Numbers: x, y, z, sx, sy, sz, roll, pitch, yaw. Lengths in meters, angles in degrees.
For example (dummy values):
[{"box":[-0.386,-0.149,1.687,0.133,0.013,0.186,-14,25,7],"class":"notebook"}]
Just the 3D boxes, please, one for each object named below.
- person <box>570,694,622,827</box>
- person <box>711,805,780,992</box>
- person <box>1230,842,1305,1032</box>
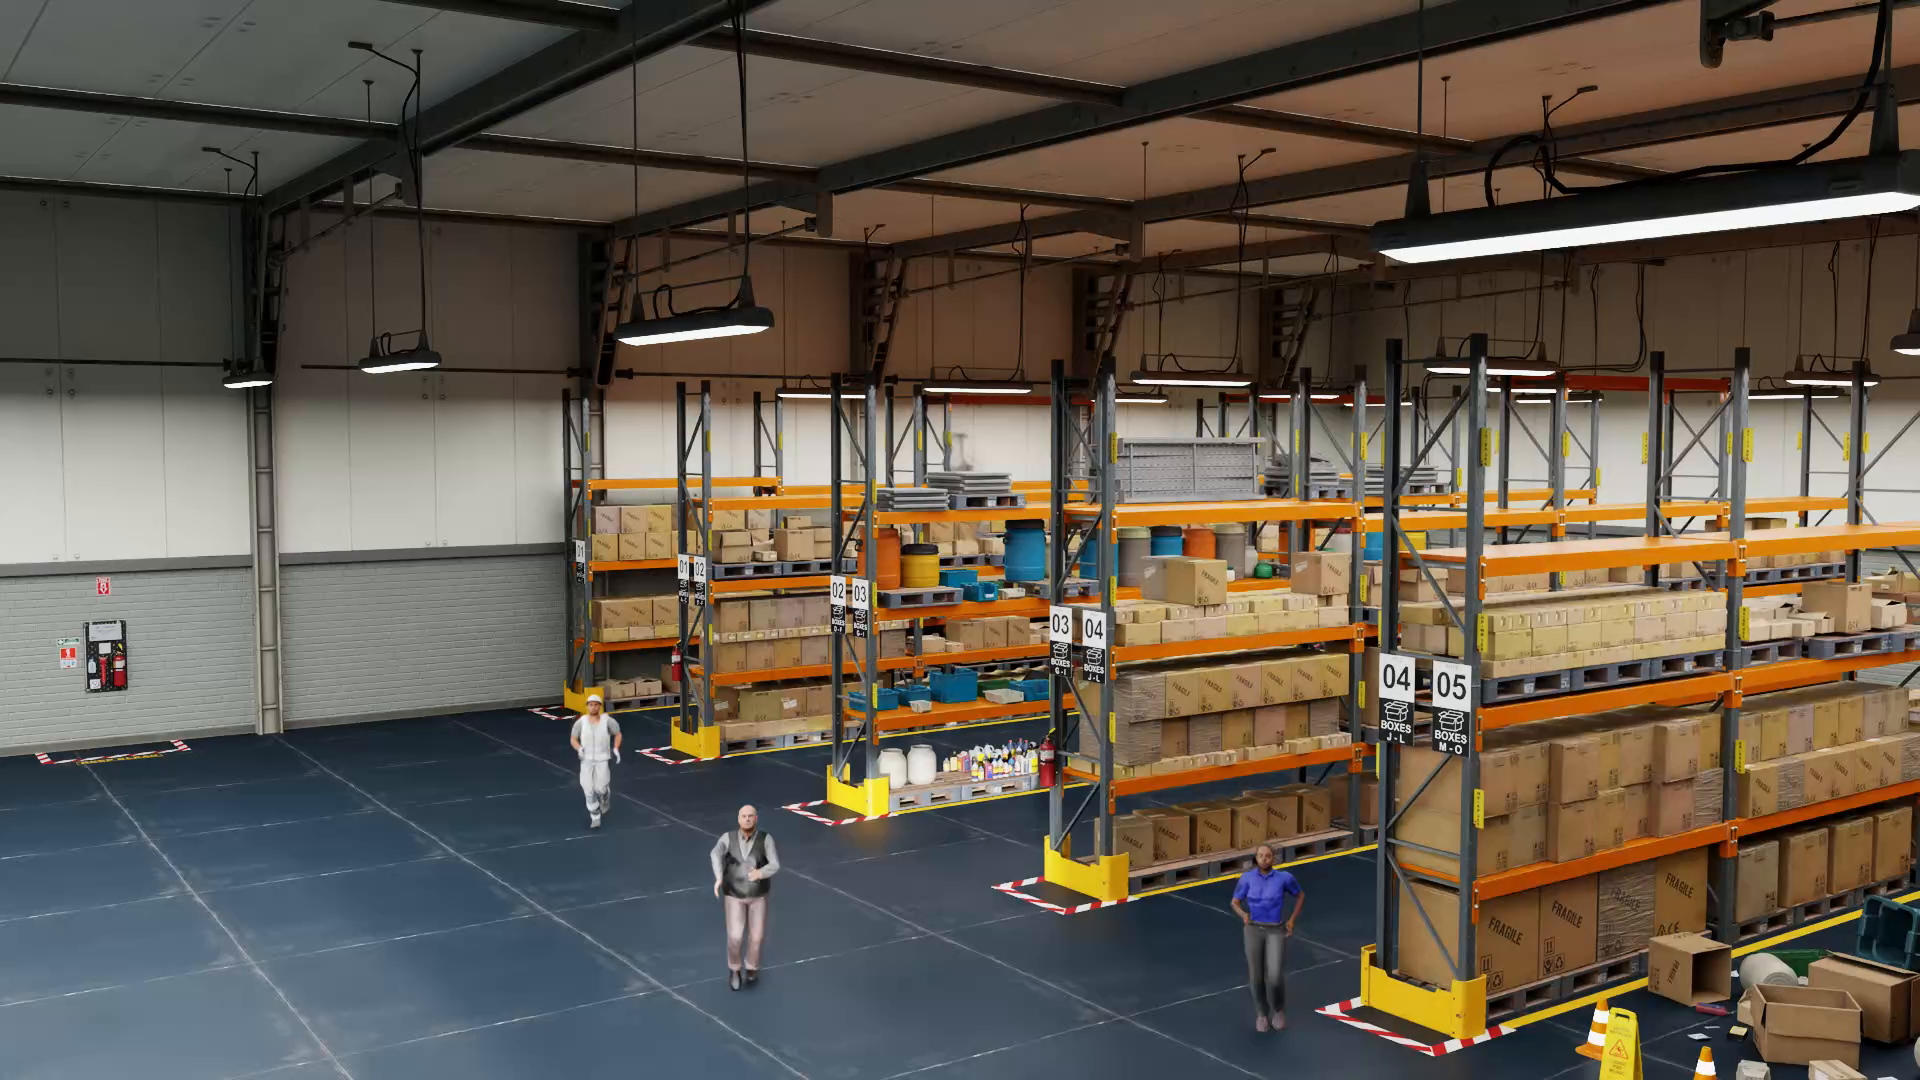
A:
[{"box":[-4.787,2.896,21.822,0.655,1.742,0.593,0,4,-6],"class":"person"},{"box":[-1.982,3.318,15.397,0.629,1.720,0.693,-1,4,-10],"class":"person"},{"box":[2.633,3.438,14.322,0.624,1.647,0.576,1,4,16],"class":"person"}]
